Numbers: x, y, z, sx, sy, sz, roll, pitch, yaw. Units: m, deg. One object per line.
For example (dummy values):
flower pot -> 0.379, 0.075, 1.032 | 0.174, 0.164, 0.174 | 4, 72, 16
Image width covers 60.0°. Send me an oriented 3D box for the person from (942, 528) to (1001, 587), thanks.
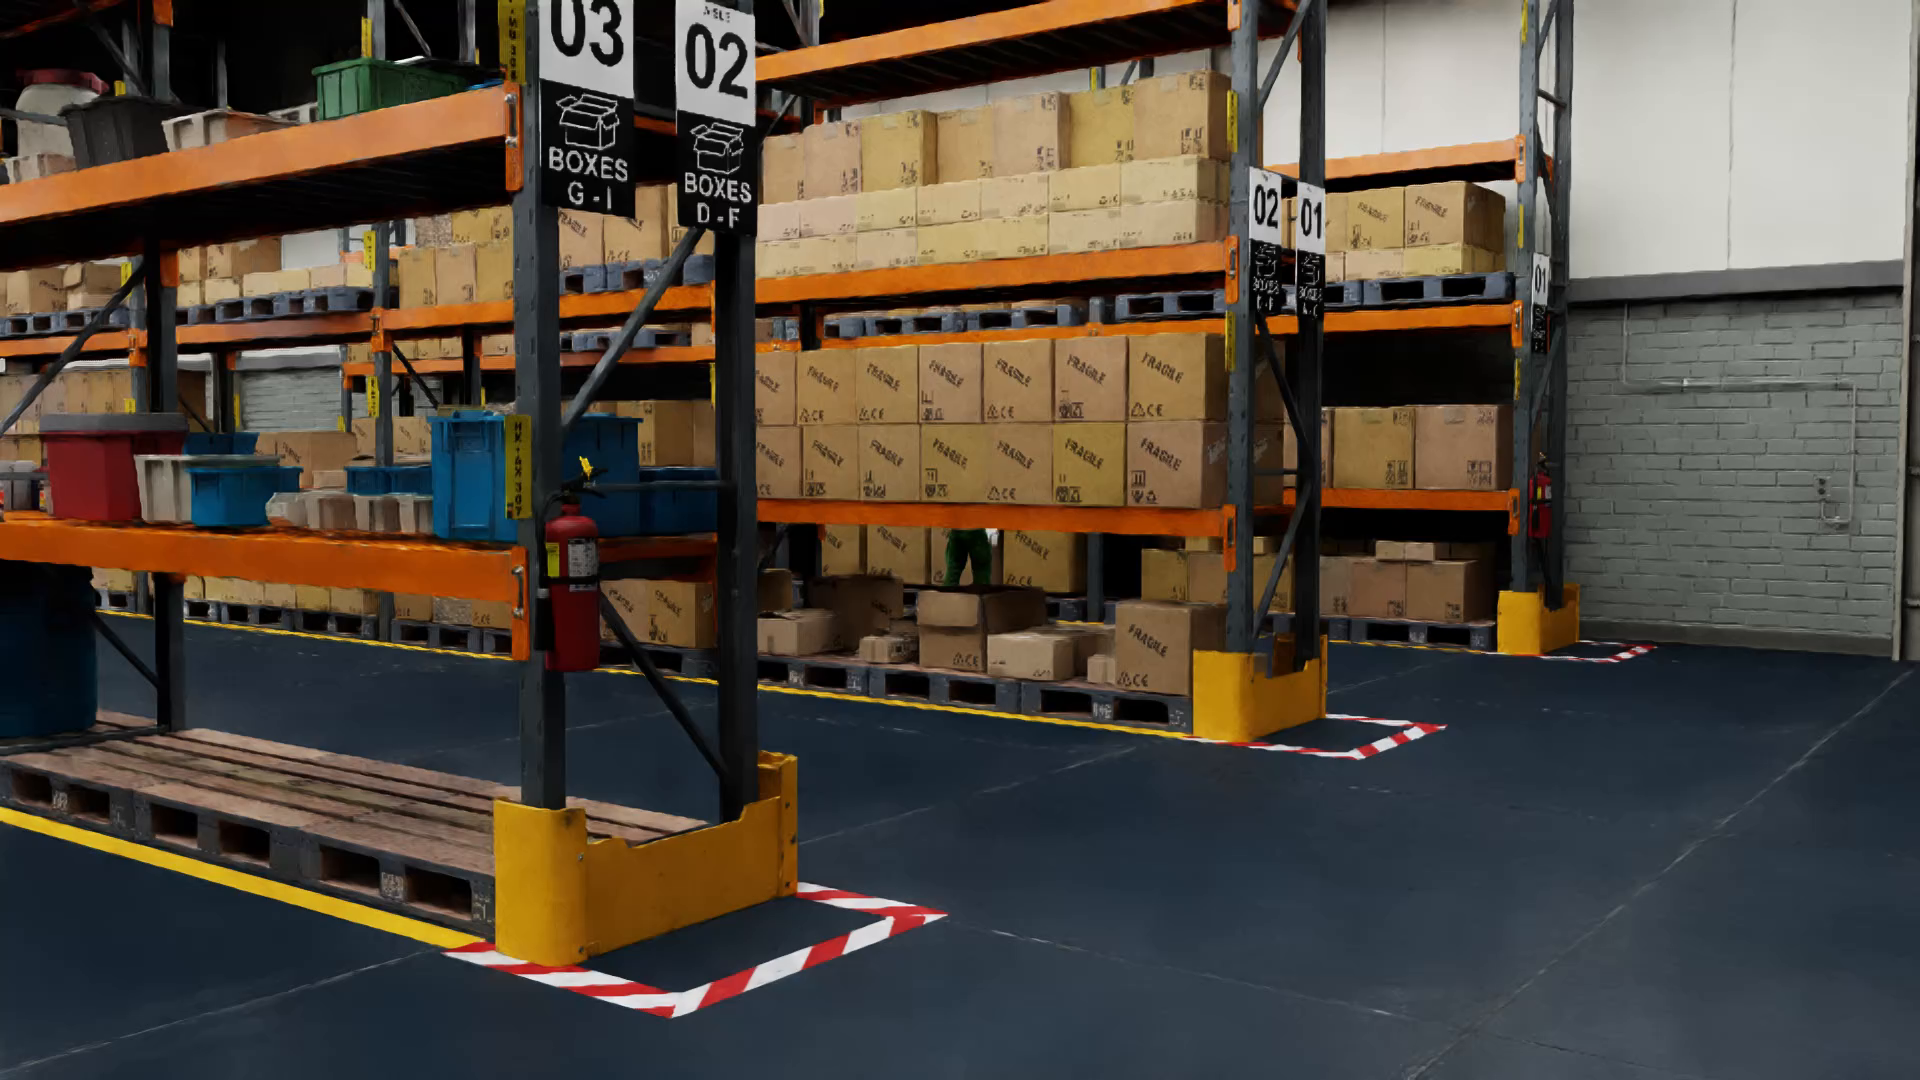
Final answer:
person -> 0.148, -0.095, 14.934 | 0.586, 1.787, 0.682 | -2, 4, -36
